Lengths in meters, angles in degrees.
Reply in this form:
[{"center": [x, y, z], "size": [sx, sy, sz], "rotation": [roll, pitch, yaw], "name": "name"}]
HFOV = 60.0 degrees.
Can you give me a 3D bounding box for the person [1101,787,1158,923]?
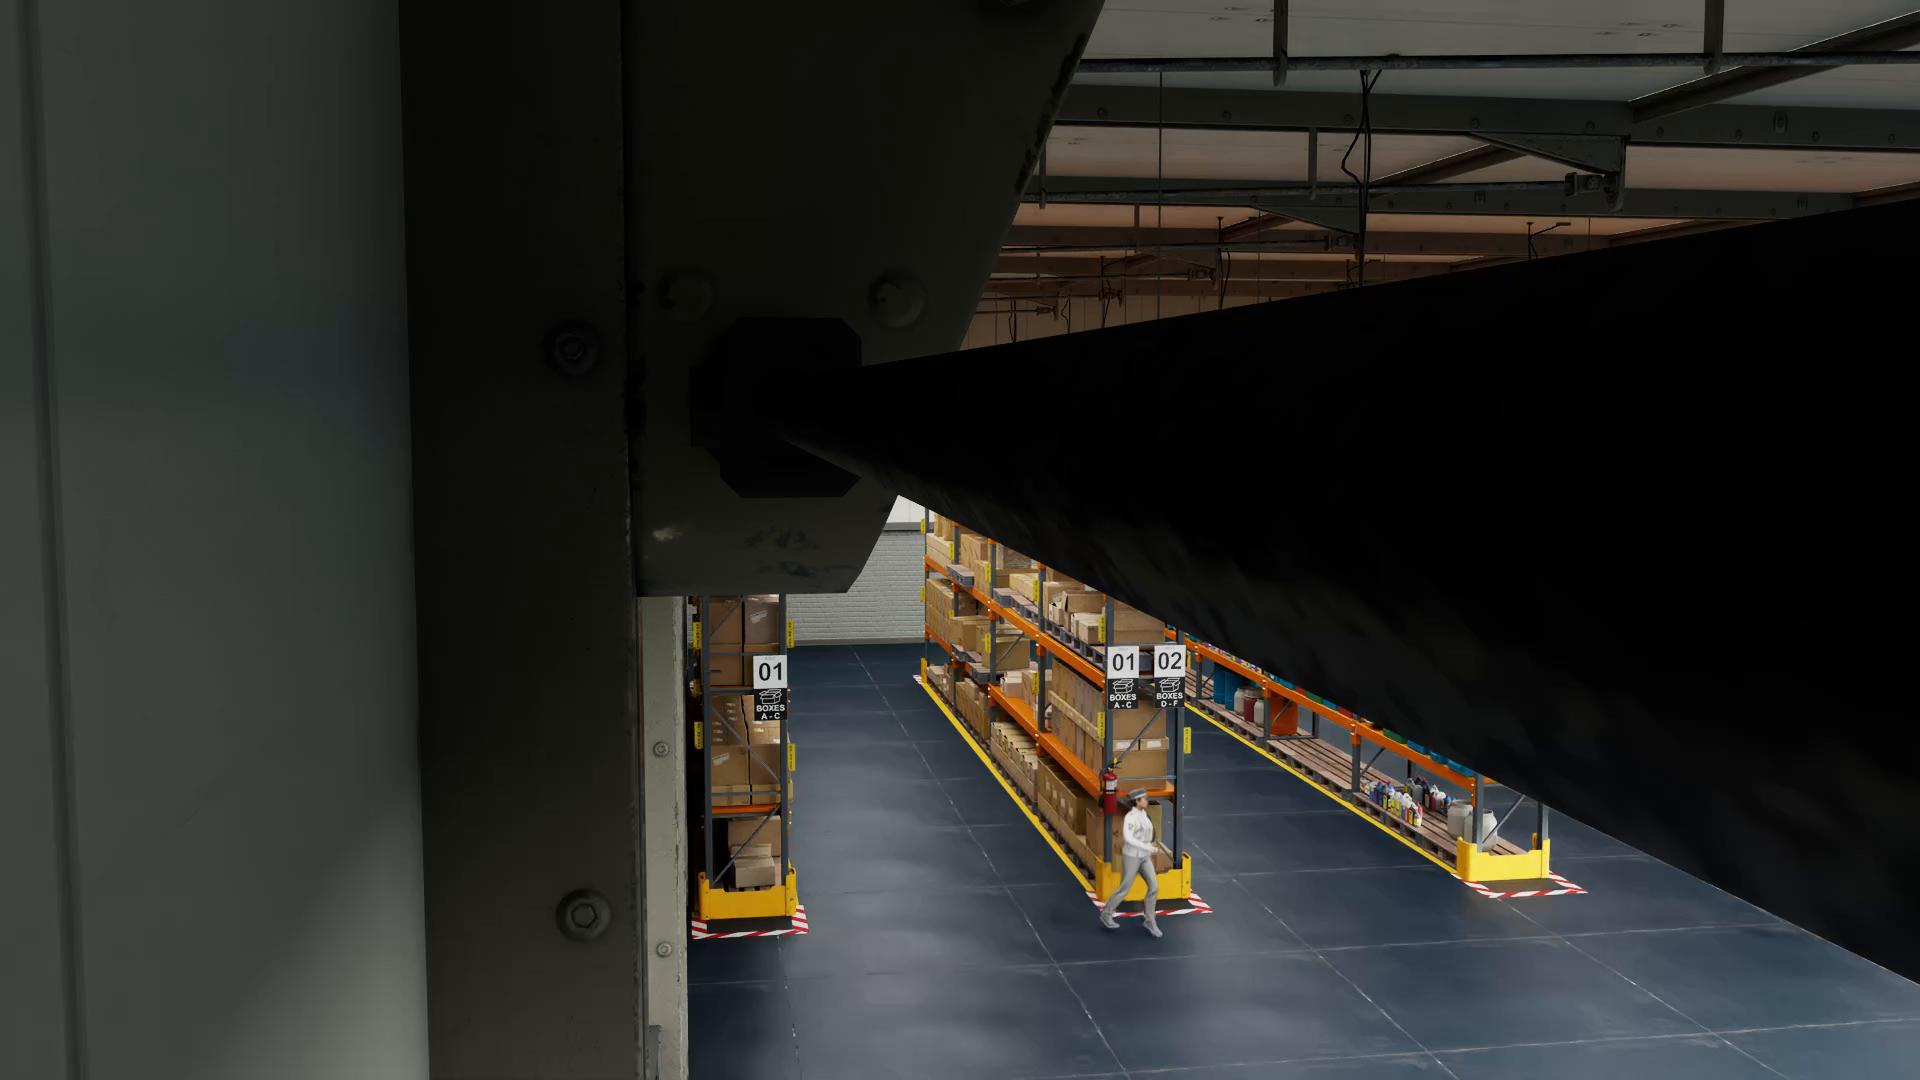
[{"center": [2.064, 3.698, 19.633], "size": [0.636, 1.582, 0.671], "rotation": [3, 6, 32], "name": "person"}]
